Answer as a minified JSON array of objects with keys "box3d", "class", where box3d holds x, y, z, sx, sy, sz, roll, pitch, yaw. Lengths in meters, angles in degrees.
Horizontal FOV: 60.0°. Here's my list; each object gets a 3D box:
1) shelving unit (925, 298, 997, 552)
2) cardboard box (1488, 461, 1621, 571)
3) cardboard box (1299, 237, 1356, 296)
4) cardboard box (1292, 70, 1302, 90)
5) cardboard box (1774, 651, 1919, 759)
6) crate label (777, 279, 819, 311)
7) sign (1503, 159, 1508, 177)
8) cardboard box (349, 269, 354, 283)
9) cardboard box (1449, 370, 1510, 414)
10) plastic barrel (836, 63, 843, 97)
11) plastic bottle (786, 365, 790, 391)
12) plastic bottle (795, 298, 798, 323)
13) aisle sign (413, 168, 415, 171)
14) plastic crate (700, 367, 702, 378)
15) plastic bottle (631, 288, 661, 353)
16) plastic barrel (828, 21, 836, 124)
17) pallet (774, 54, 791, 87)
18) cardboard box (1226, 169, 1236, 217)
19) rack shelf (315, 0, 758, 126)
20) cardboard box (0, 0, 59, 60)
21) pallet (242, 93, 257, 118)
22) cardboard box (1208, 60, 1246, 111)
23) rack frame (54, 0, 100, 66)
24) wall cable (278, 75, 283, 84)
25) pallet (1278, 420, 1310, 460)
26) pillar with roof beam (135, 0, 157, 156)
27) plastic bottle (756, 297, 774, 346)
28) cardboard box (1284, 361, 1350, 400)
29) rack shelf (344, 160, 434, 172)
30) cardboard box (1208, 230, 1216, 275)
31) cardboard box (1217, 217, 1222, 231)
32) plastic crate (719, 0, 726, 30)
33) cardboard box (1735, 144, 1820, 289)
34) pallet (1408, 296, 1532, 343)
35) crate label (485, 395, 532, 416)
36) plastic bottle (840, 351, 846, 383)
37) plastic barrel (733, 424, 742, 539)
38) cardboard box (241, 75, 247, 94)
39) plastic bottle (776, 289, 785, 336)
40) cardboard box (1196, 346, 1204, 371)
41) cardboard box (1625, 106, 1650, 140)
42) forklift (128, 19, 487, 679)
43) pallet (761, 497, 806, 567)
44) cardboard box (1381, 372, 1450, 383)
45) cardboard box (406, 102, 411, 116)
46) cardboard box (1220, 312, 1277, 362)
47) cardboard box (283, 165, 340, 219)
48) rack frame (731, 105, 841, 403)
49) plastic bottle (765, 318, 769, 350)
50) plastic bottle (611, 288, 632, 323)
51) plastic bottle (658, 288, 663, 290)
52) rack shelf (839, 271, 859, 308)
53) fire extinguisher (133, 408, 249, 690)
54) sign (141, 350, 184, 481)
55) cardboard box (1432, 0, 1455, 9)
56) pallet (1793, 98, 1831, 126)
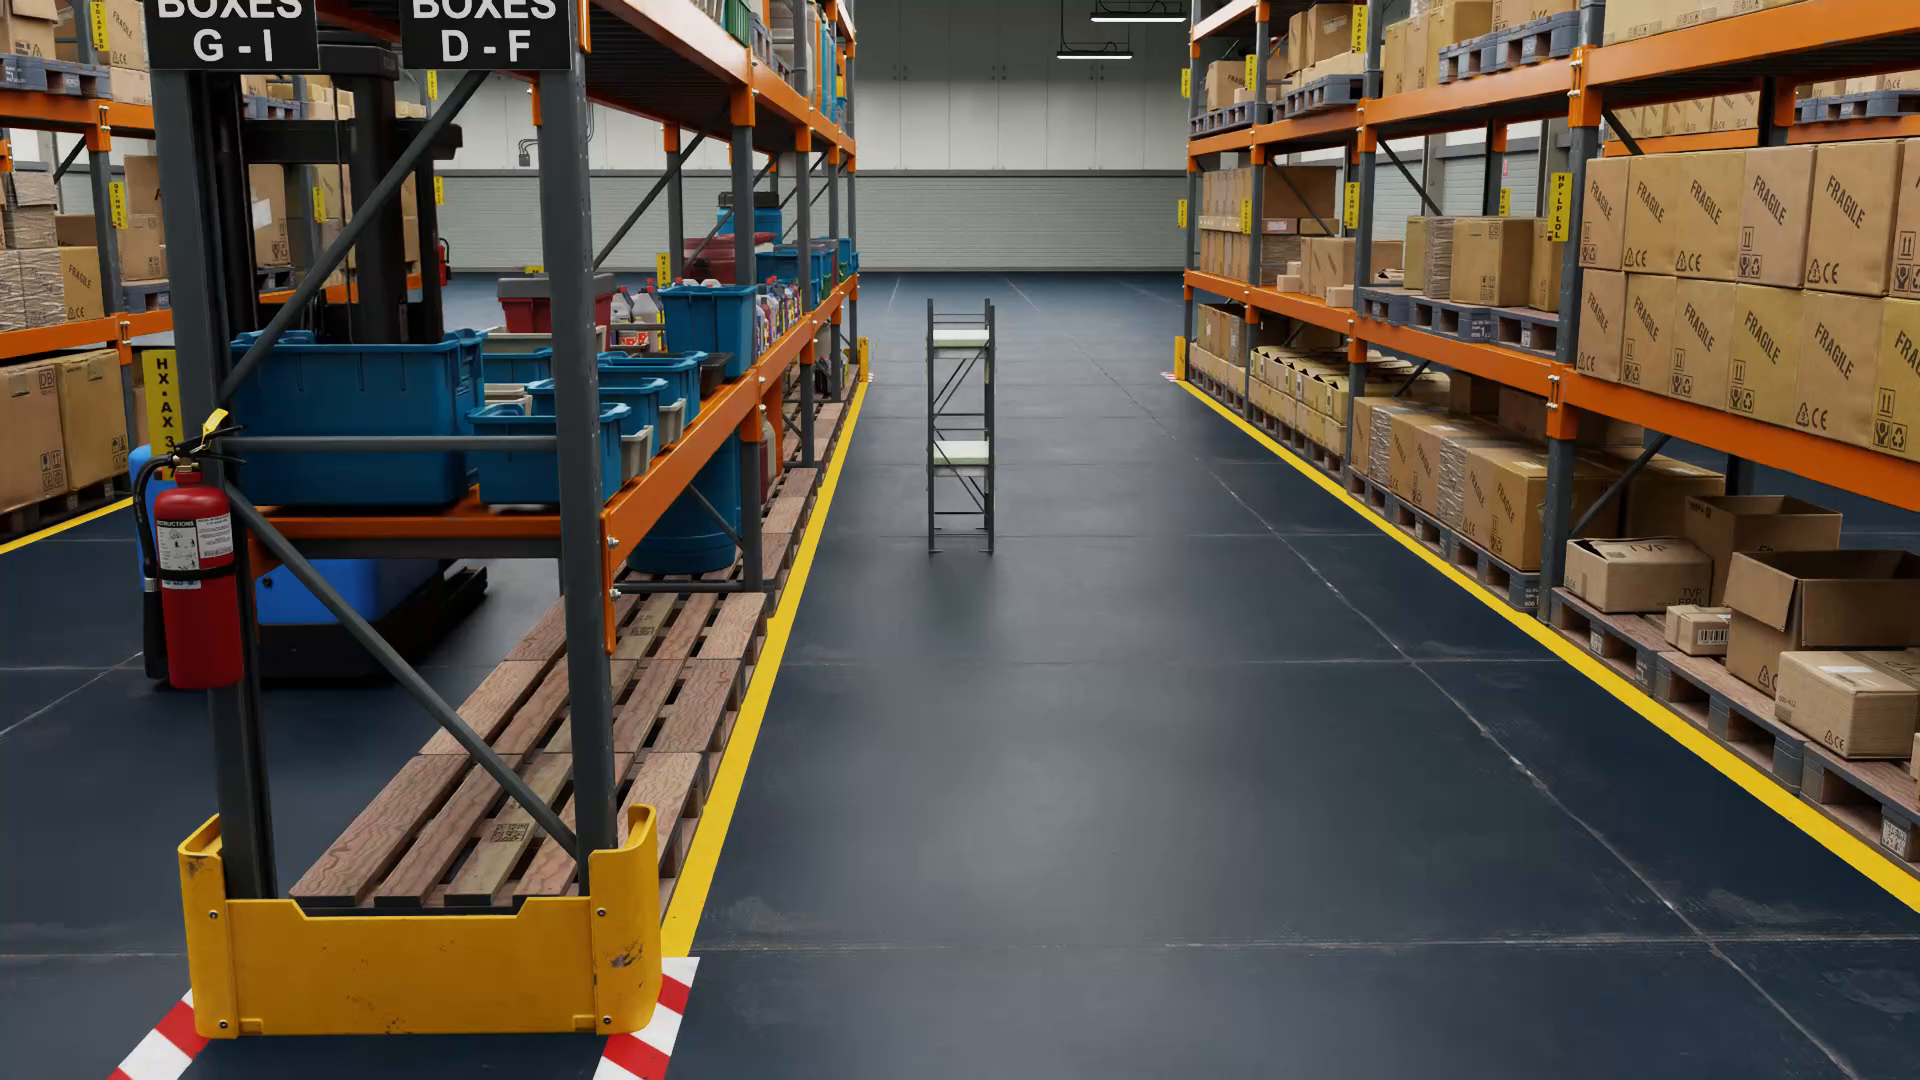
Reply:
[{"box3d":[0.000,-0.736,10.417,0.431,1.500,0.755,0,11,-1],"class":"shelving unit"},{"box3d":[3.161,-0.135,8.862,0.500,0.500,0.500,0,11,-1],"class":"cardboard box"},{"box3d":[3.303,-2.430,14.739,0.500,0.500,0.500,1,11,3],"class":"cardboard box"},{"box3d":[3.296,-4.118,15.089,0.500,0.250,0.500,1,12,5],"class":"cardboard box"},{"box3d":[3.293,0.583,5.949,0.500,0.250,0.500,0,11,-1],"class":"cardboard box"},{"box3d":[-1.211,-1.827,12.440,0.303,0.233,0.416,0,11,-1],"class":"crate label"},{"box3d":[9.004,-6.141,27.454,0.001,0.298,0.199,0,11,-1],"class":"sign"},{"box3d":[-6.355,-2.668,16.798,0.380,0.149,0.250,0,11,-1],"class":"cardboard box"},{"box3d":[3.634,-1.005,11.263,0.500,0.250,0.500,0,11,1],"class":"cardboard box"},{"box3d":[-1.592,-4.956,18.368,0.600,0.588,0.600,0,11,0],"class":"plastic barrel"},{"box3d":[-1.818,-1.670,16.990,0.152,0.276,0.135,0,11,-1],"class":"plastic bottle"},{"box3d":[-1.154,-1.578,11.295,0.097,0.201,0.097,0,11,0],"class":"plastic bottle"},{"box3d":[-6.396,-4.681,19.549,0.394,0.787,0.004,0,11,-1],"class":"aisle sign"},{"box3d":[-1.158,-0.584,6.403,0.293,0.136,0.466,0,11,-1],"class":"plastic crate"},{"box3d":[-1.697,-1.186,8.985,0.144,0.351,0.185,0,11,-1],"class":"plastic bottle"},{"box3d":[-1.432,-4.234,15.080,0.600,0.901,0.708,0,11,-1],"class":"plastic barrel"},{"box3d":[-1.659,-3.048,10.972,1.003,0.211,1.213,0,11,-1],"class":"pallet"},{"box3d":[3.246,-3.710,17.789,0.700,0.500,0.500,0,11,-1],"class":"cardboard box"},{"box3d":[-1.453,-1.748,5.897,1.077,0.370,4.000,0,11,-1],"class":"rack shelf"},{"box3d":[-6.445,-3.409,10.956,0.797,0.503,0.637,0,11,2],"class":"cardboard box"},{"box3d":[-6.681,-3.647,13.919,1.213,0.211,1.003,0,11,-1],"class":"pallet"},{"box3d":[2.971,-4.895,17.941,0.500,0.500,0.500,0,11,-1],"class":"cardboard box"},{"box3d":[-6.529,-4.743,11.306,1.000,3.000,0.127,0,11,-1],"class":"rack frame"},{"box3d":[-19.106,-13.648,50.308,3.097,2.526,0.112,0,11,-1],"class":"wall cable"},{"box3d":[3.375,-0.882,14.376,1.003,0.211,1.213,0,11,-1],"class":"pallet"},{"box3d":[-18.767,-12.111,47.621,9.100,9.000,0.548,0,11,-1],"class":"pillar with roof beam"},{"box3d":[-1.142,-1.245,9.464,0.152,0.276,0.135,0,11,-1],"class":"plastic bottle"},{"box3d":[3.085,-1.382,14.278,0.500,0.311,0.500,0,11,0],"class":"cardboard box"},{"box3d":[-6.653,-4.113,17.554,1.077,0.370,4.000,0,11,-1],"class":"rack shelf"},{"box3d":[3.222,-3.285,18.956,0.700,0.500,0.500,0,11,0],"class":"cardboard box"},{"box3d":[3.031,-3.465,18.213,0.380,0.149,0.250,0,11,-2],"class":"cardboard box"},{"box3d":[-1.157,-2.237,6.916,0.416,0.233,0.300,0,11,-1],"class":"plastic crate"},{"box3d":[3.219,-1.185,6.088,0.500,0.500,0.500,0,11,1],"class":"cardboard box"},{"box3d":[3.420,-1.362,10.213,1.003,0.211,1.213,0,11,-1],"class":"pallet"},{"box3d":[-1.632,-0.408,5.536,0.396,0.136,0.243,0,11,-1],"class":"crate label"},{"box3d":[-1.274,-1.820,17.542,0.144,0.351,0.185,0,11,-2],"class":"plastic bottle"},{"box3d":[-1.503,-0.455,9.477,0.600,0.901,0.708,0,11,-1],"class":"plastic barrel"},{"box3d":[-6.492,-4.022,14.576,0.396,0.266,0.258,0,11,1],"class":"cardboard box"},{"box3d":[-1.112,-1.397,10.195,0.061,0.283,0.133,0,11,-1],"class":"plastic bottle"},{"box3d":[3.012,-2.085,19.150,0.500,0.250,0.500,0,11,-1],"class":"cardboard box"},{"box3d":[7.895,-4.809,18.872,0.500,0.500,0.500,1,11,3],"class":"cardboard box"},{"box3d":[-3.120,-1.066,8.442,1.130,2.935,3.031,-1,11,-3],"class":"forklift"},{"box3d":[-1.497,-0.058,10.316,1.003,0.211,1.213,0,11,-1],"class":"pallet"},{"box3d":[3.639,-1.186,13.309,0.500,0.311,0.500,-1,11,-3],"class":"cardboard box"},{"box3d":[-6.373,-4.825,18.629,0.380,0.149,0.250,-1,11,-4],"class":"cardboard box"},{"box3d":[3.052,-2.154,17.605,0.500,0.500,0.500,0,11,-1],"class":"cardboard box"},{"box3d":[-6.367,-3.373,16.129,0.500,0.500,0.500,0,11,-1],"class":"cardboard box"},{"box3d":[-1.660,-2.619,15.922,1.000,3.000,0.127,0,11,-1],"class":"rack frame"},{"box3d":[-1.110,-1.159,9.228,0.097,0.201,0.097,0,11,0],"class":"plastic bottle"},{"box3d":[-1.841,-1.185,8.982,0.144,0.351,0.185,0,11,-1],"class":"plastic bottle"},{"box3d":[-1.897,-1.466,10.565,0.097,0.271,0.097,0,11,0],"class":"plastic bottle"},{"box3d":[-1.701,-2.664,17.953,1.077,0.370,4.000,0,11,-1],"class":"rack shelf"},{"box3d":[-1.863,0.019,4.052,0.296,0.674,0.183,0,11,-1],"class":"fire extinguisher"},{"box3d":[-1.962,-0.308,4.121,0.100,0.325,0.005,0,11,-1],"class":"sign"},{"box3d":[3.388,-3.664,10.764,0.500,0.500,0.500,0,11,-1],"class":"cardboard box"},{"box3d":[8.151,-3.914,15.236,1.213,0.211,1.003,0,11,-1],"class":"pallet"}]
